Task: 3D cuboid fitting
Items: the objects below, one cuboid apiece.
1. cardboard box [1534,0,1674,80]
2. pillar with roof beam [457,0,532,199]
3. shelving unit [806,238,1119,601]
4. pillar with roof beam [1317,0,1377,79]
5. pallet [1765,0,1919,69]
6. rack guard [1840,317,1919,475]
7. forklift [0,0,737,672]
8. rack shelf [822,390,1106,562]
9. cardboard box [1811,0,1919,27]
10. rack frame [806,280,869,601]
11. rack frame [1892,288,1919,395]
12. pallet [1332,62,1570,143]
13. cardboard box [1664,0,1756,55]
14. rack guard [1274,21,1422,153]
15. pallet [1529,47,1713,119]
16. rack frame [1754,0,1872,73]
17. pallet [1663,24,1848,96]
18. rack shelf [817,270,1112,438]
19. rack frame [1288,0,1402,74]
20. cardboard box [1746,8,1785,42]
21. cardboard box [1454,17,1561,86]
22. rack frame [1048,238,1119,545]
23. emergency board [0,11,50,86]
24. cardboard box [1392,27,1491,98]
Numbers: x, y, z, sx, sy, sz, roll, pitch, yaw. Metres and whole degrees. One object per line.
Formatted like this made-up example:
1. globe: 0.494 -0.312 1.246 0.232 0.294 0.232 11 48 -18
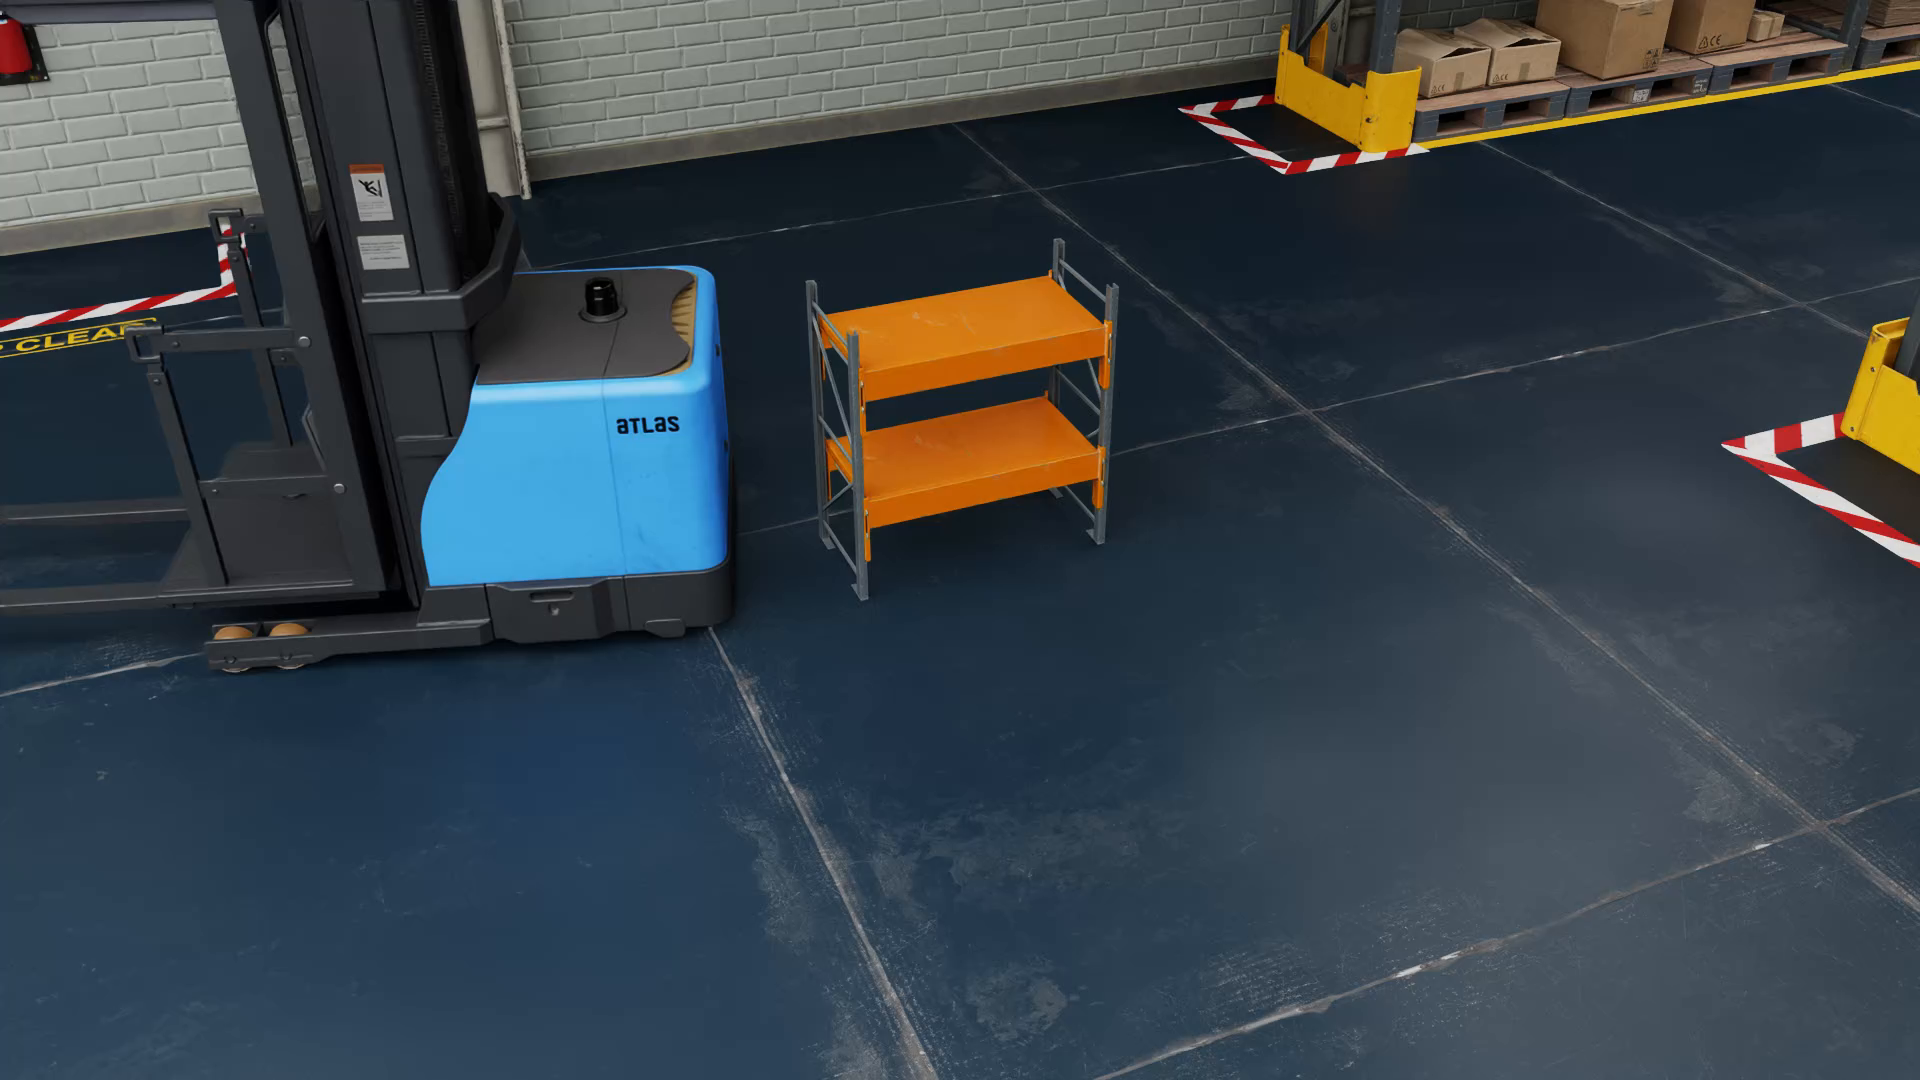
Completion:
1. cardboard box: 4.336 -3.493 11.256 0.500 0.500 0.700 -15 36 -22
2. pillar with roof beam: -1.113 -3.671 4.140 0.400 9.000 9.100 -13 35 -19
3. shelving unit: 0.006 -0.473 6.445 1.048 1.125 0.538 -13 35 -19
4. pillar with roof beam: 4.419 -4.938 6.087 0.400 9.000 9.100 -13 35 -19
5. pallet: 6.847 -3.846 12.467 1.213 0.211 1.003 -13 35 -19
6. rack guard: 4.341 -0.462 7.002 0.348 0.500 1.175 -13 35 -19
7. forklift: -2.393 -1.054 5.682 3.031 2.935 1.130 -3 33 -5
8. rack shelf: 0.006 -0.268 6.579 1.000 0.278 0.538 -13 35 -19
9. cardboard box: 6.802 -4.150 12.266 0.500 0.500 0.700 -12 35 -17
10. rack frame: -0.462 -0.366 6.280 0.032 1.125 0.500 -13 35 -19
11. rack frame: 4.363 -1.515 6.328 0.127 3.000 1.000 -13 35 -19
12. pallet: 3.275 -3.006 11.176 1.213 0.211 1.003 -13 35 -19
13. cardboard box: 5.188 -3.747 11.647 0.500 0.500 0.500 -16 36 -22
14. rack guard: 2.512 -2.973 10.861 0.348 0.500 1.175 -13 35 -19
15. pallet: 4.398 -3.261 11.569 1.213 0.211 1.003 -13 35 -19
16. rack frame: 6.130 -4.849 11.453 0.127 3.000 1.000 -13 35 -19
17. pallet: 5.524 -3.521 11.968 1.213 0.211 1.003 -13 35 -19
18. rack shelf: 0.006 -0.718 6.286 1.000 0.278 0.538 -13 35 -19
19. rack frame: 2.442 -4.005 10.155 0.127 3.000 1.000 -13 35 -19
20. cardboard box: 5.648 -3.718 11.909 0.250 0.166 0.380 -18 37 -25
21. cardboard box: 3.640 -3.284 11.108 0.500 0.311 0.500 -10 34 -15
22. rack frame: 0.475 -0.580 6.610 0.032 1.125 0.500 -13 35 -19
23. emergency board: -5.073 -2.818 8.331 0.643 1.169 0.194 -13 35 -19
24. cardboard box: 3.115 -3.163 10.923 0.500 0.311 0.500 -17 37 -24
